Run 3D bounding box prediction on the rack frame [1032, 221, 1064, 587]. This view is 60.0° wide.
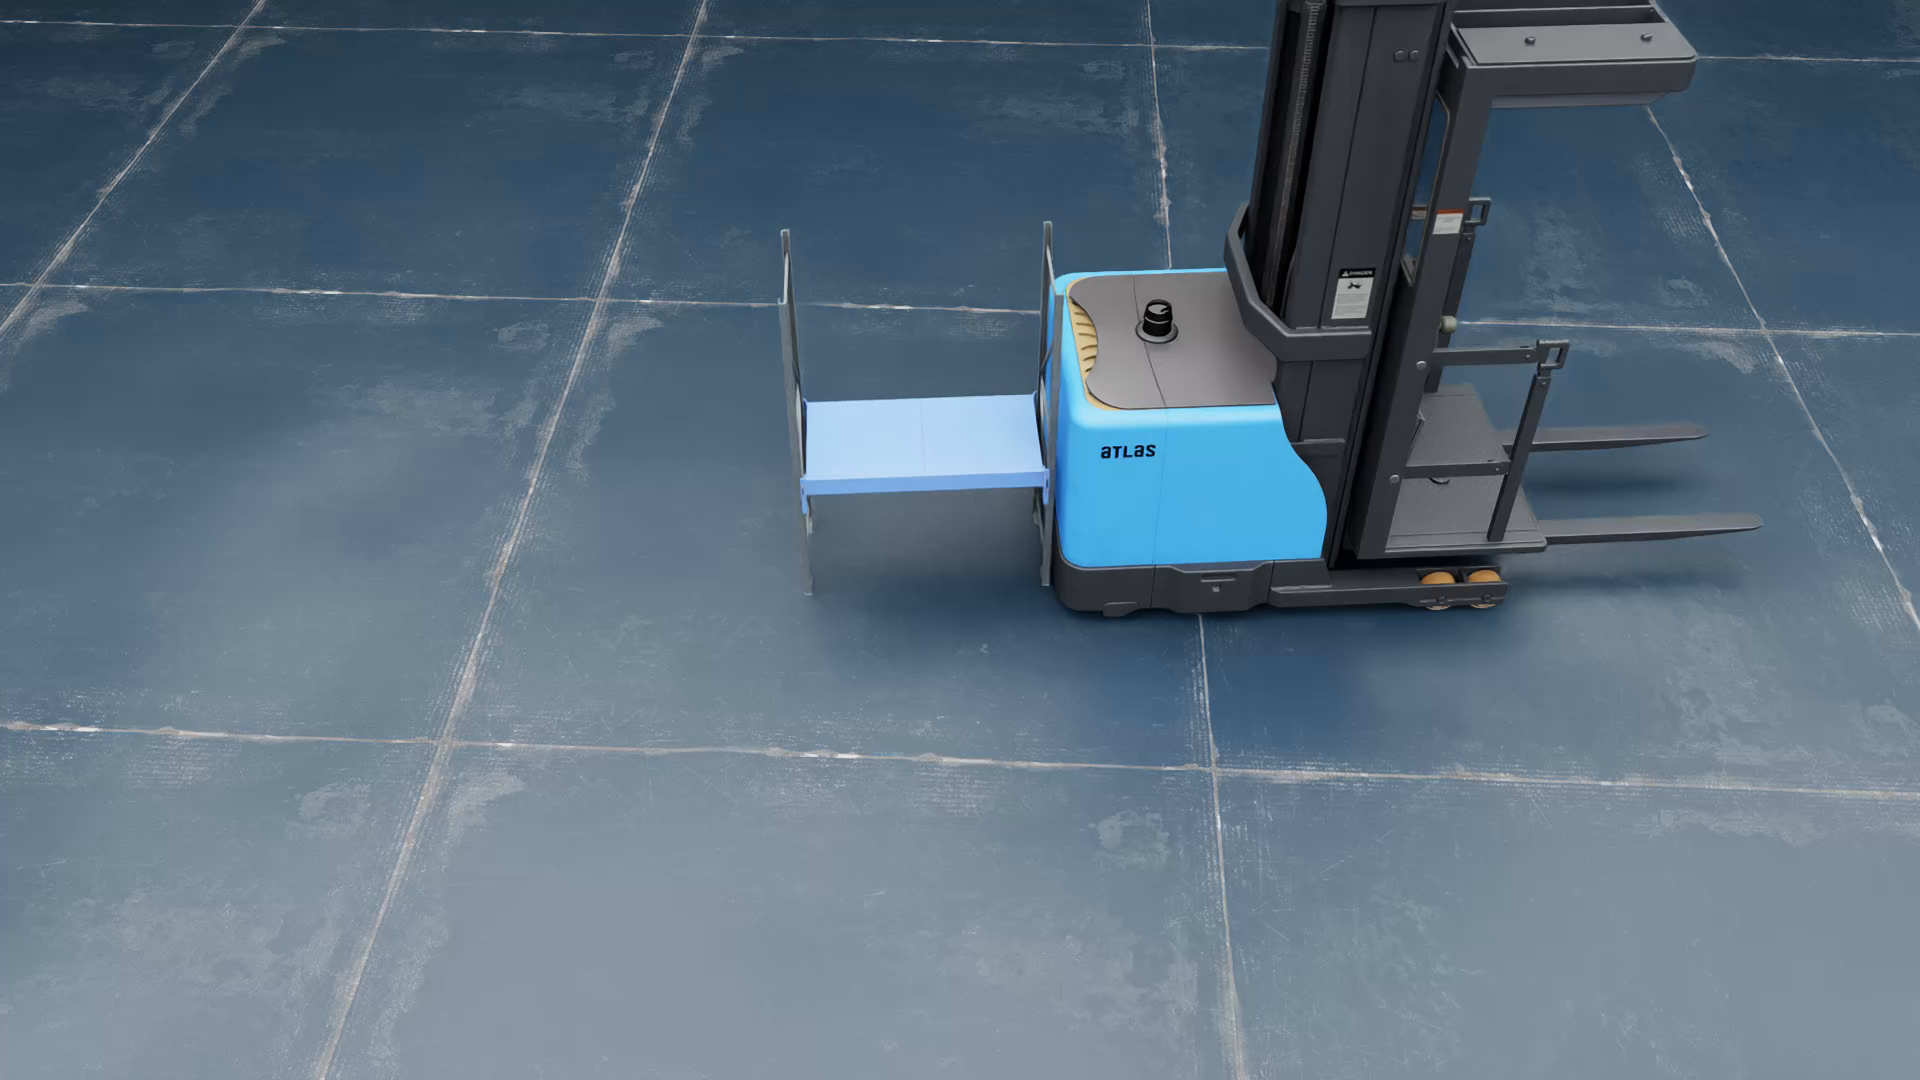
[{"bbox_3d":[0.354,-0.520,6.793,0.032,1.500,0.500,-2,43,-2],"label":"rack frame"}]

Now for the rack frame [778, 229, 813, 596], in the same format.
[{"bbox_3d":[-0.661,-0.481,6.752,0.032,1.500,0.500,-2,43,-2],"label":"rack frame"}]

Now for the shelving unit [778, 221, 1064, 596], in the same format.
[{"bbox_3d":[-0.154,-0.501,6.772,1.048,1.500,0.538,-2,43,-2],"label":"shelving unit"}]

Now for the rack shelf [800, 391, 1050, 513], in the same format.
[{"bbox_3d":[-0.154,-0.369,6.895,1.000,0.185,0.538,-2,43,-2],"label":"rack shelf"}]

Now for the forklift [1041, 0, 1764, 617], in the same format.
[{"bbox_3d":[1.895,-1.138,6.406,3.031,2.935,1.130,-2,43,-3],"label":"forklift"}]
